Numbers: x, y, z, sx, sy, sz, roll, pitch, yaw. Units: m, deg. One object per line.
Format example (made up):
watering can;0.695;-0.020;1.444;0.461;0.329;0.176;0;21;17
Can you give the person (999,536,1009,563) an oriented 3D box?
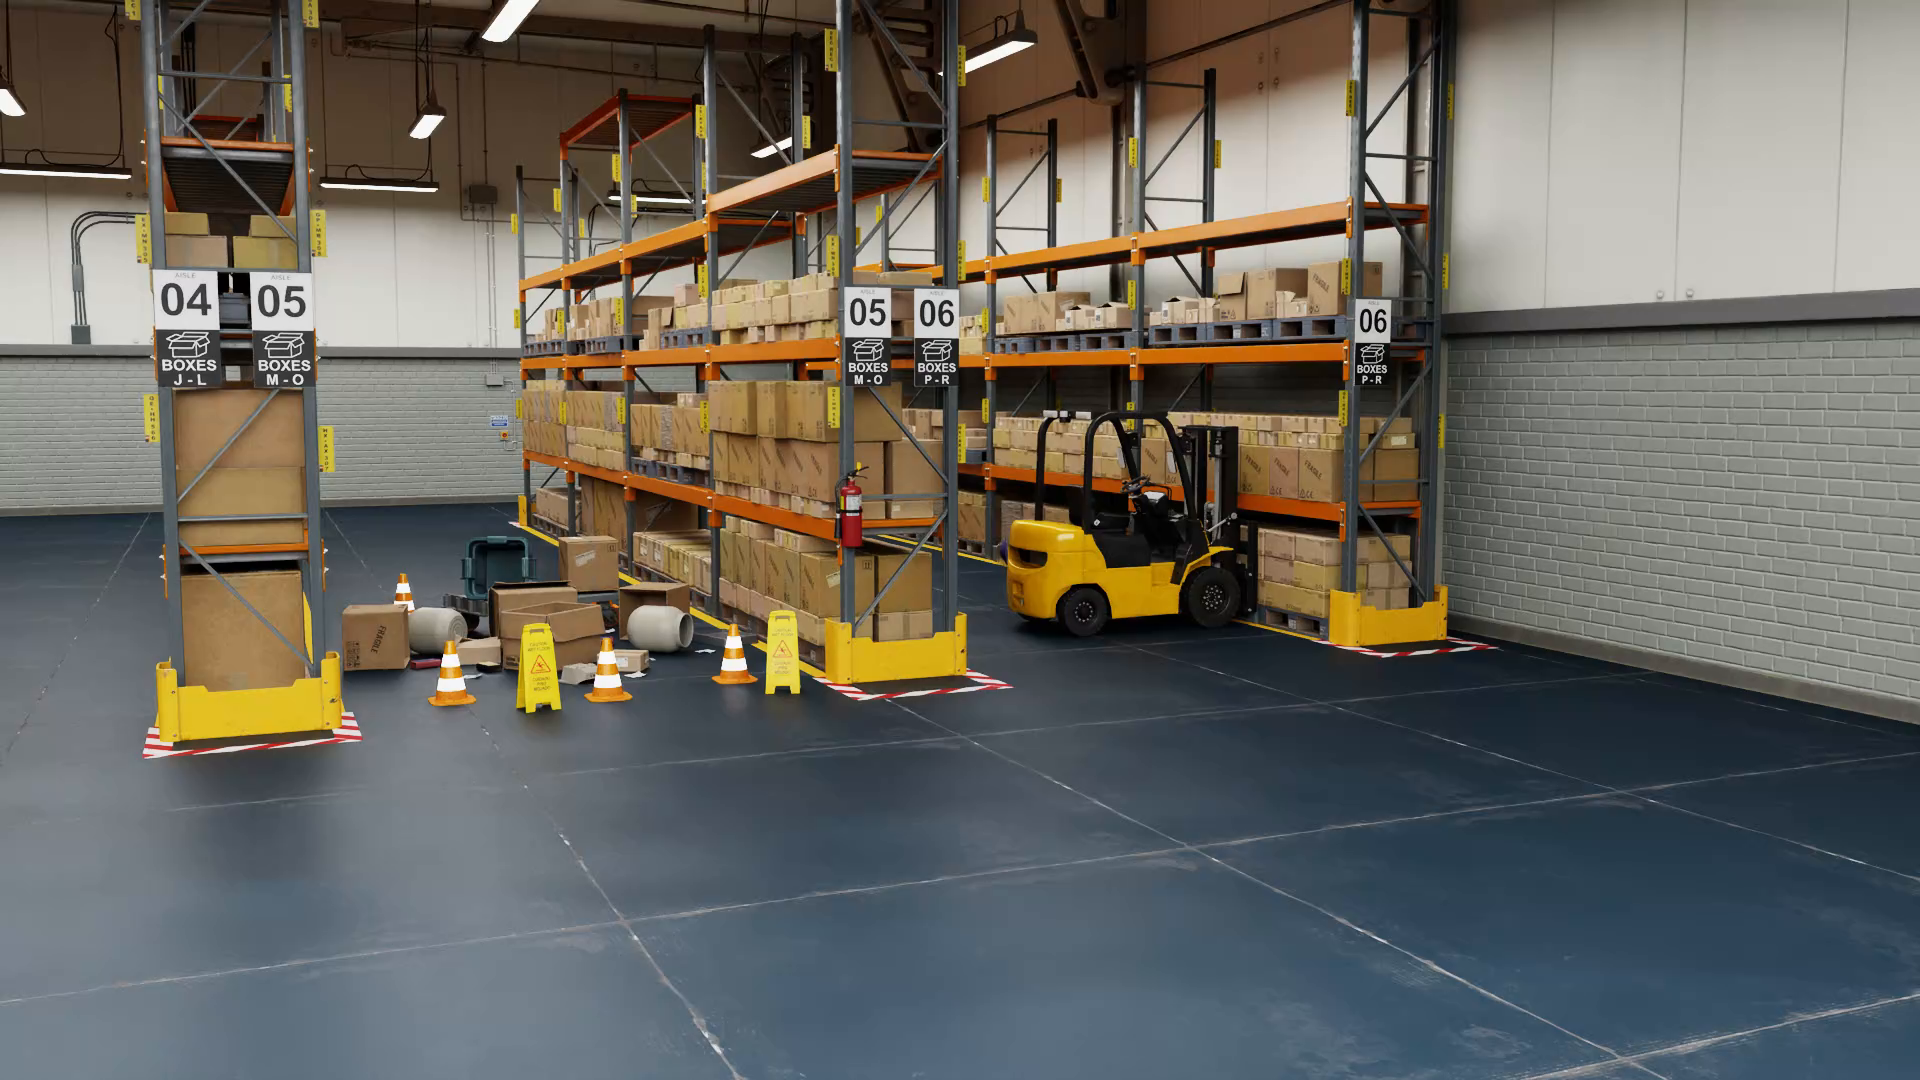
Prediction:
person;0.869;0.330;18.140;0.903;0.807;0.523;-3;6;-26
